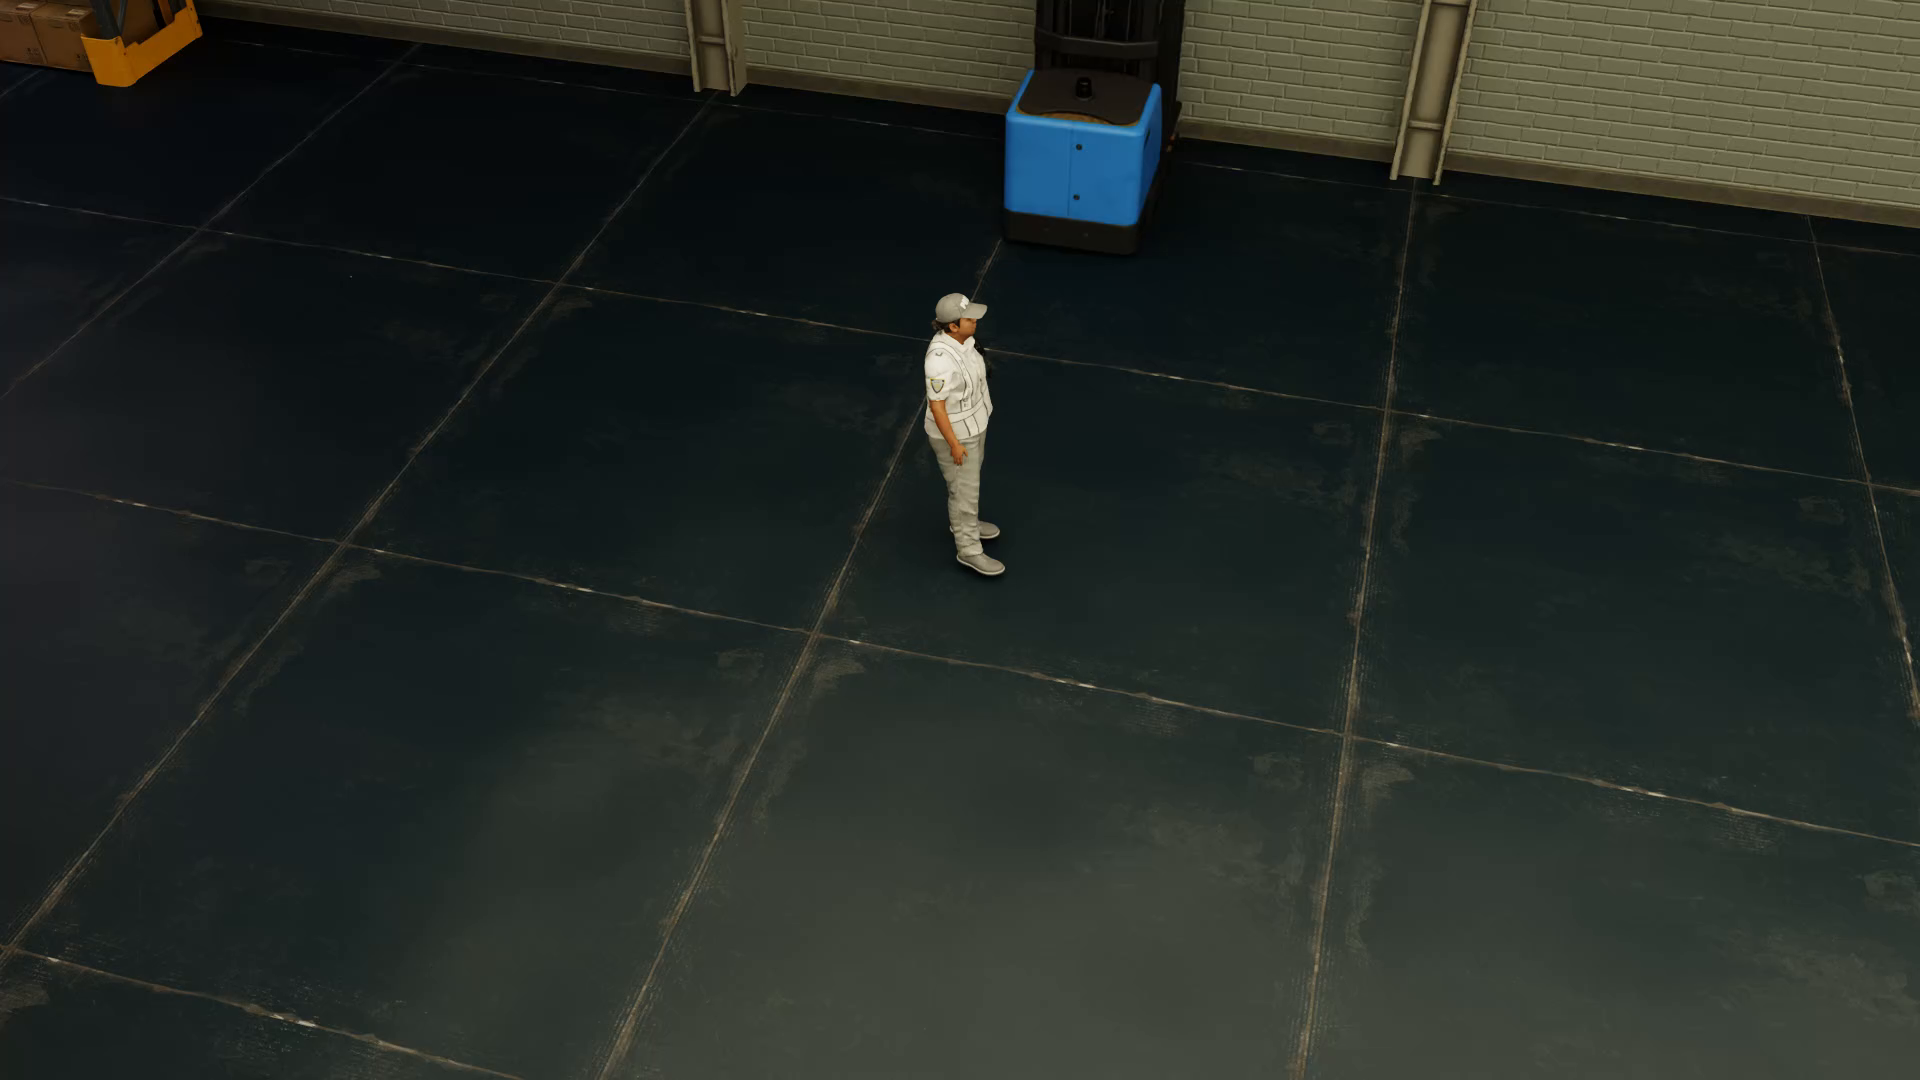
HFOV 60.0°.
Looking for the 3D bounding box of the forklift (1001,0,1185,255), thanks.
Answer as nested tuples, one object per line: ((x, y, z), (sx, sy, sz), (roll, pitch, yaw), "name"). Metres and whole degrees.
((1.180, -4.211, 12.665), (1.130, 2.935, 3.031), (10, 42, 11), "forklift")

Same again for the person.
((0.068, -0.635, 9.472), (0.528, 1.669, 0.598), (10, 42, 11), "person")
